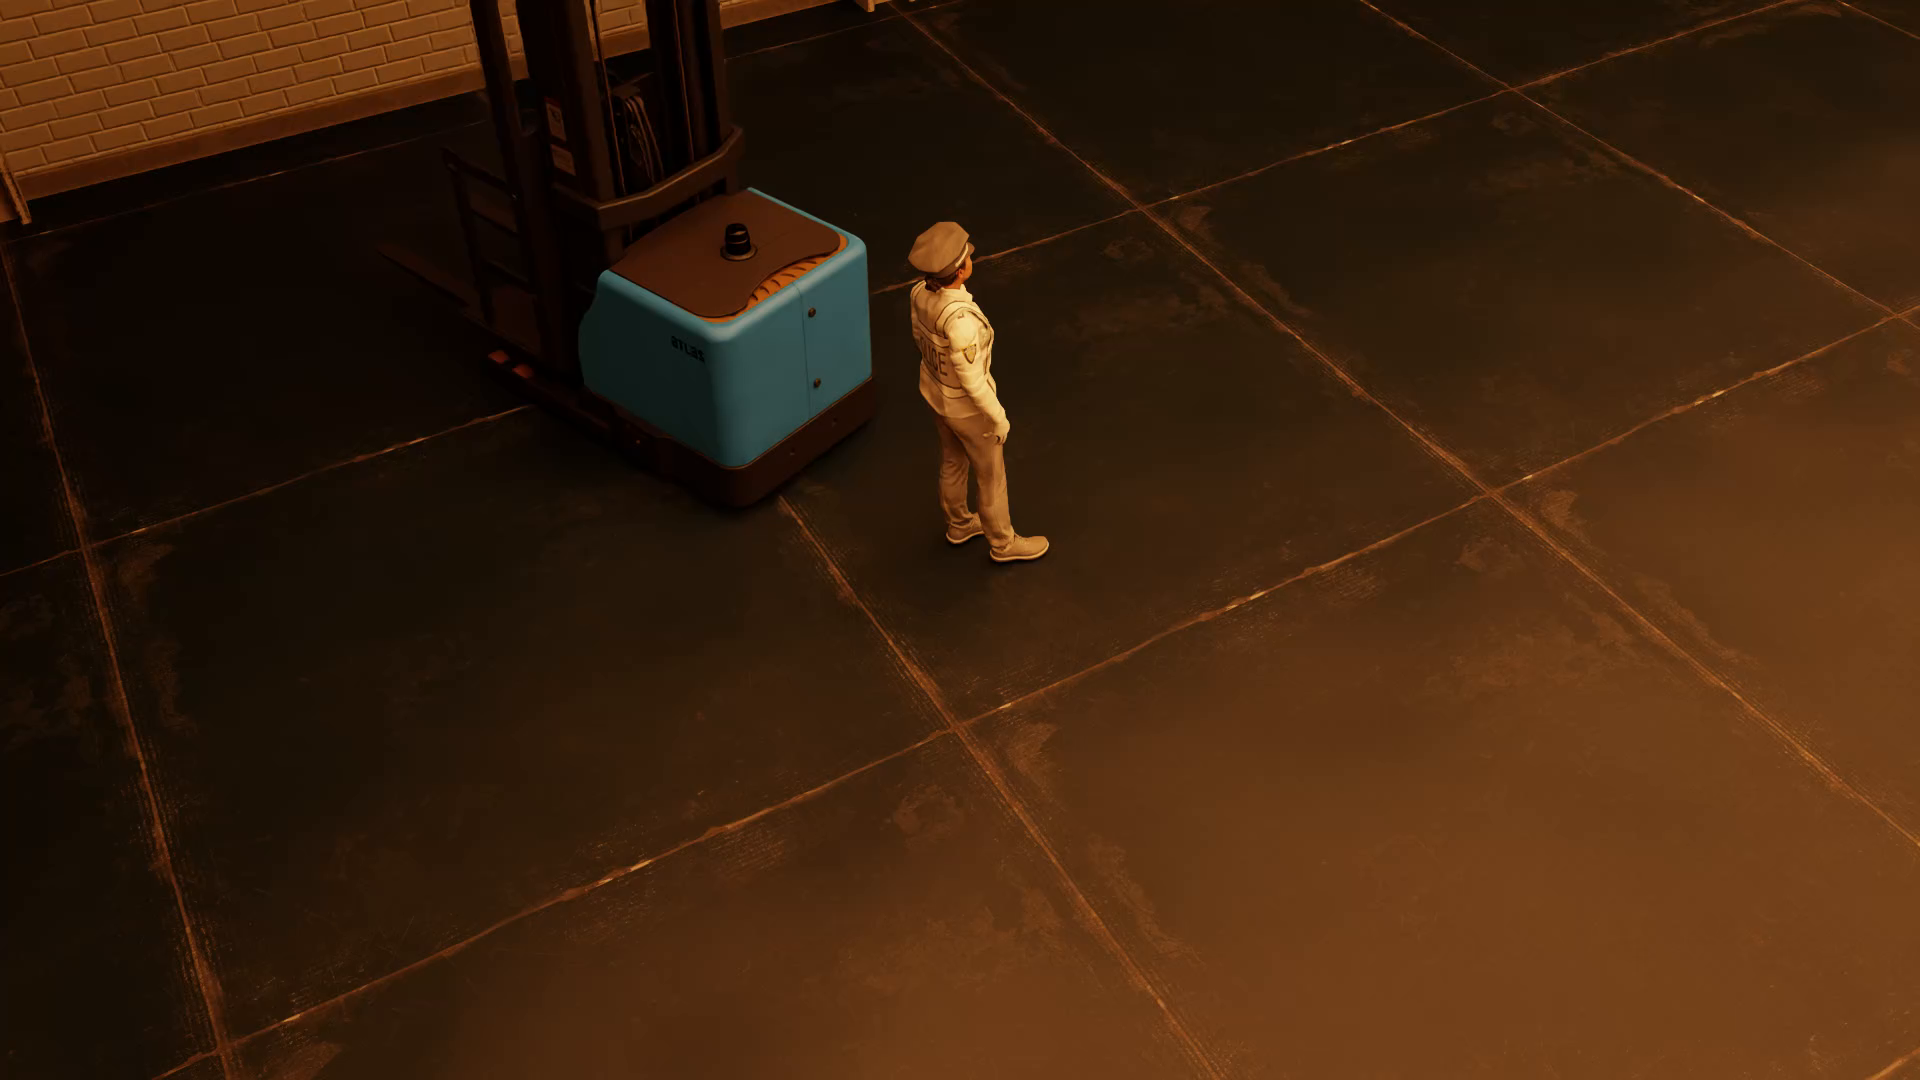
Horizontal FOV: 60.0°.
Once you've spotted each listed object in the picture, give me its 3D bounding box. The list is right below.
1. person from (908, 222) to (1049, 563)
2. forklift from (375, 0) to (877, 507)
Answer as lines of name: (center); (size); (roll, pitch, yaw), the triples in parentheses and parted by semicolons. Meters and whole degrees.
person: (0.063, -0.646, 7.293); (0.529, 1.694, 0.587); (-21, 47, -21)
forklift: (-1.885, -2.074, 7.934); (3.031, 2.935, 1.130); (29, 50, 28)
